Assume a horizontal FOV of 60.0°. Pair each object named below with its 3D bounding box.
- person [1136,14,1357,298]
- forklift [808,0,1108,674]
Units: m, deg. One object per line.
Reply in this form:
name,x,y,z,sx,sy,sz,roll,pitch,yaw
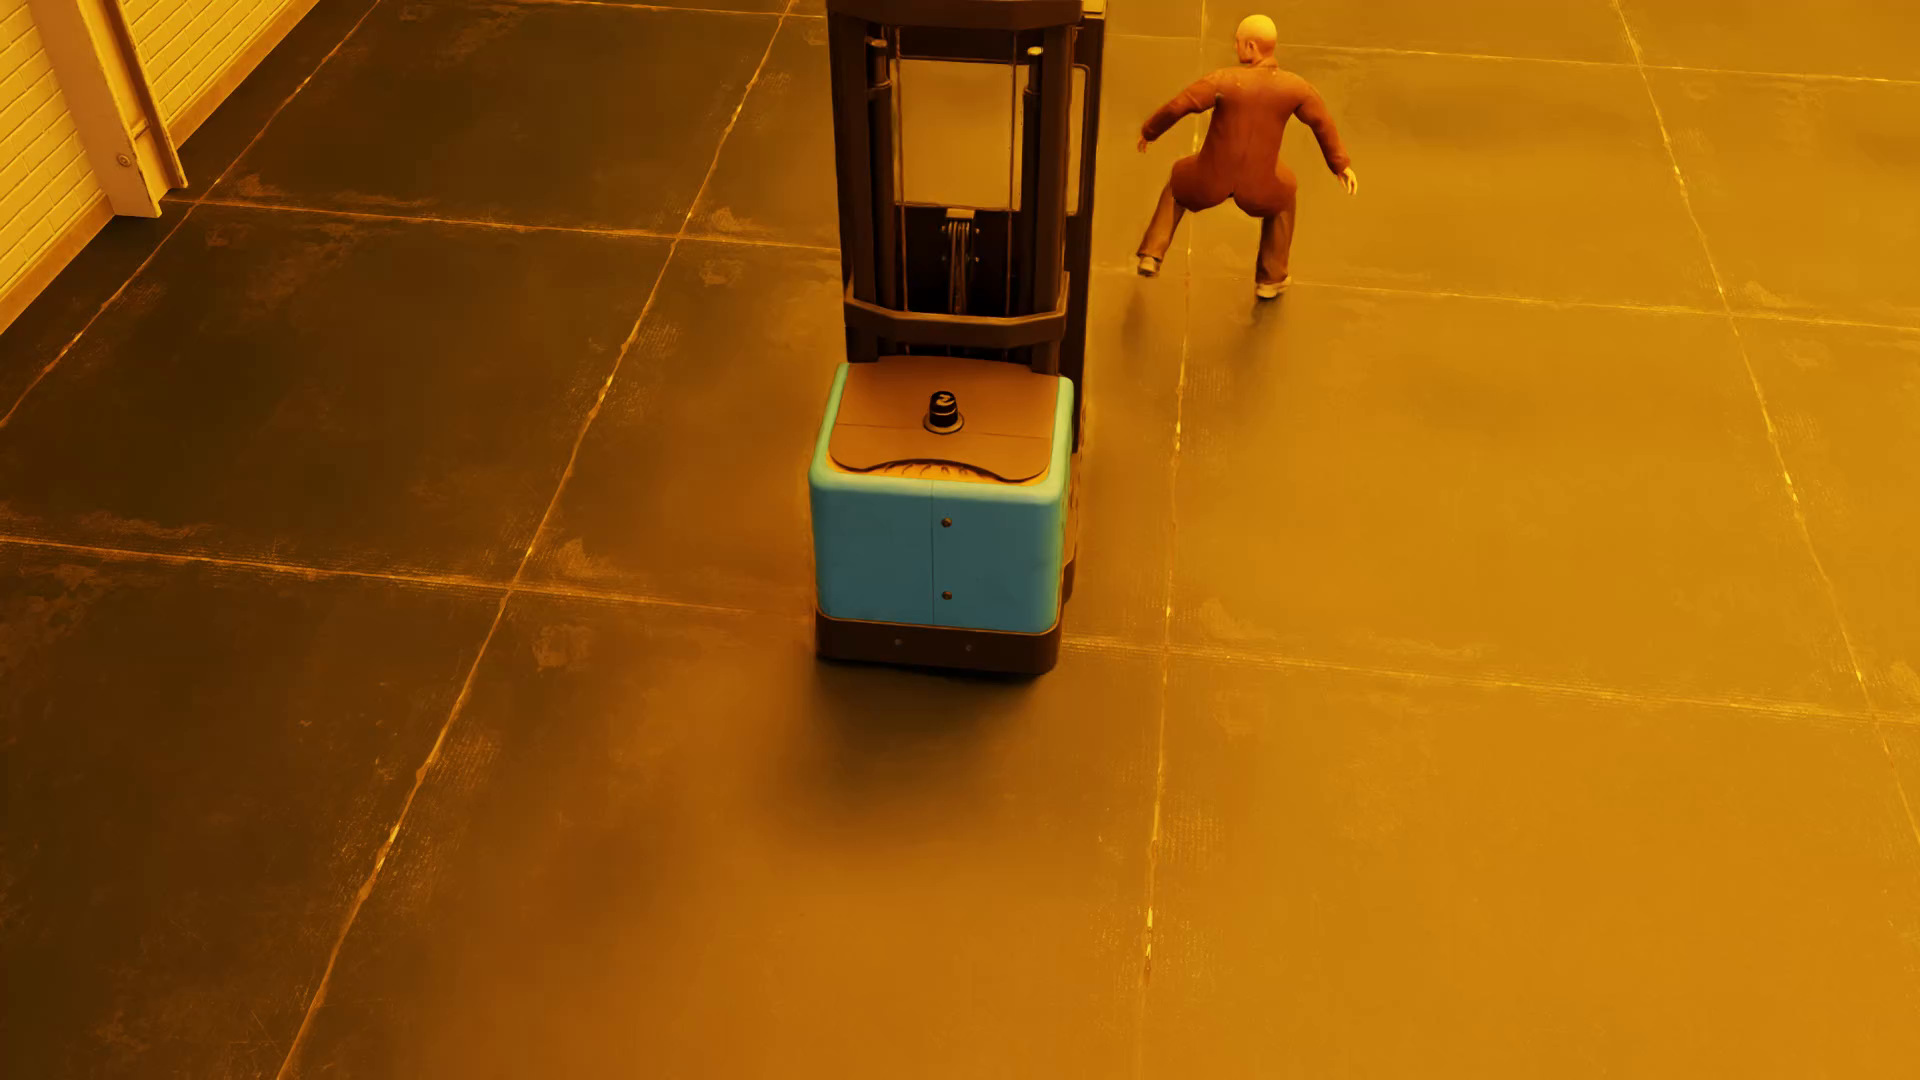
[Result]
person,1.528,-1.978,8.874,1.177,1.671,0.539,5,43,5
forklift,0.051,-1.498,7.355,1.130,2.935,3.031,4,43,5
